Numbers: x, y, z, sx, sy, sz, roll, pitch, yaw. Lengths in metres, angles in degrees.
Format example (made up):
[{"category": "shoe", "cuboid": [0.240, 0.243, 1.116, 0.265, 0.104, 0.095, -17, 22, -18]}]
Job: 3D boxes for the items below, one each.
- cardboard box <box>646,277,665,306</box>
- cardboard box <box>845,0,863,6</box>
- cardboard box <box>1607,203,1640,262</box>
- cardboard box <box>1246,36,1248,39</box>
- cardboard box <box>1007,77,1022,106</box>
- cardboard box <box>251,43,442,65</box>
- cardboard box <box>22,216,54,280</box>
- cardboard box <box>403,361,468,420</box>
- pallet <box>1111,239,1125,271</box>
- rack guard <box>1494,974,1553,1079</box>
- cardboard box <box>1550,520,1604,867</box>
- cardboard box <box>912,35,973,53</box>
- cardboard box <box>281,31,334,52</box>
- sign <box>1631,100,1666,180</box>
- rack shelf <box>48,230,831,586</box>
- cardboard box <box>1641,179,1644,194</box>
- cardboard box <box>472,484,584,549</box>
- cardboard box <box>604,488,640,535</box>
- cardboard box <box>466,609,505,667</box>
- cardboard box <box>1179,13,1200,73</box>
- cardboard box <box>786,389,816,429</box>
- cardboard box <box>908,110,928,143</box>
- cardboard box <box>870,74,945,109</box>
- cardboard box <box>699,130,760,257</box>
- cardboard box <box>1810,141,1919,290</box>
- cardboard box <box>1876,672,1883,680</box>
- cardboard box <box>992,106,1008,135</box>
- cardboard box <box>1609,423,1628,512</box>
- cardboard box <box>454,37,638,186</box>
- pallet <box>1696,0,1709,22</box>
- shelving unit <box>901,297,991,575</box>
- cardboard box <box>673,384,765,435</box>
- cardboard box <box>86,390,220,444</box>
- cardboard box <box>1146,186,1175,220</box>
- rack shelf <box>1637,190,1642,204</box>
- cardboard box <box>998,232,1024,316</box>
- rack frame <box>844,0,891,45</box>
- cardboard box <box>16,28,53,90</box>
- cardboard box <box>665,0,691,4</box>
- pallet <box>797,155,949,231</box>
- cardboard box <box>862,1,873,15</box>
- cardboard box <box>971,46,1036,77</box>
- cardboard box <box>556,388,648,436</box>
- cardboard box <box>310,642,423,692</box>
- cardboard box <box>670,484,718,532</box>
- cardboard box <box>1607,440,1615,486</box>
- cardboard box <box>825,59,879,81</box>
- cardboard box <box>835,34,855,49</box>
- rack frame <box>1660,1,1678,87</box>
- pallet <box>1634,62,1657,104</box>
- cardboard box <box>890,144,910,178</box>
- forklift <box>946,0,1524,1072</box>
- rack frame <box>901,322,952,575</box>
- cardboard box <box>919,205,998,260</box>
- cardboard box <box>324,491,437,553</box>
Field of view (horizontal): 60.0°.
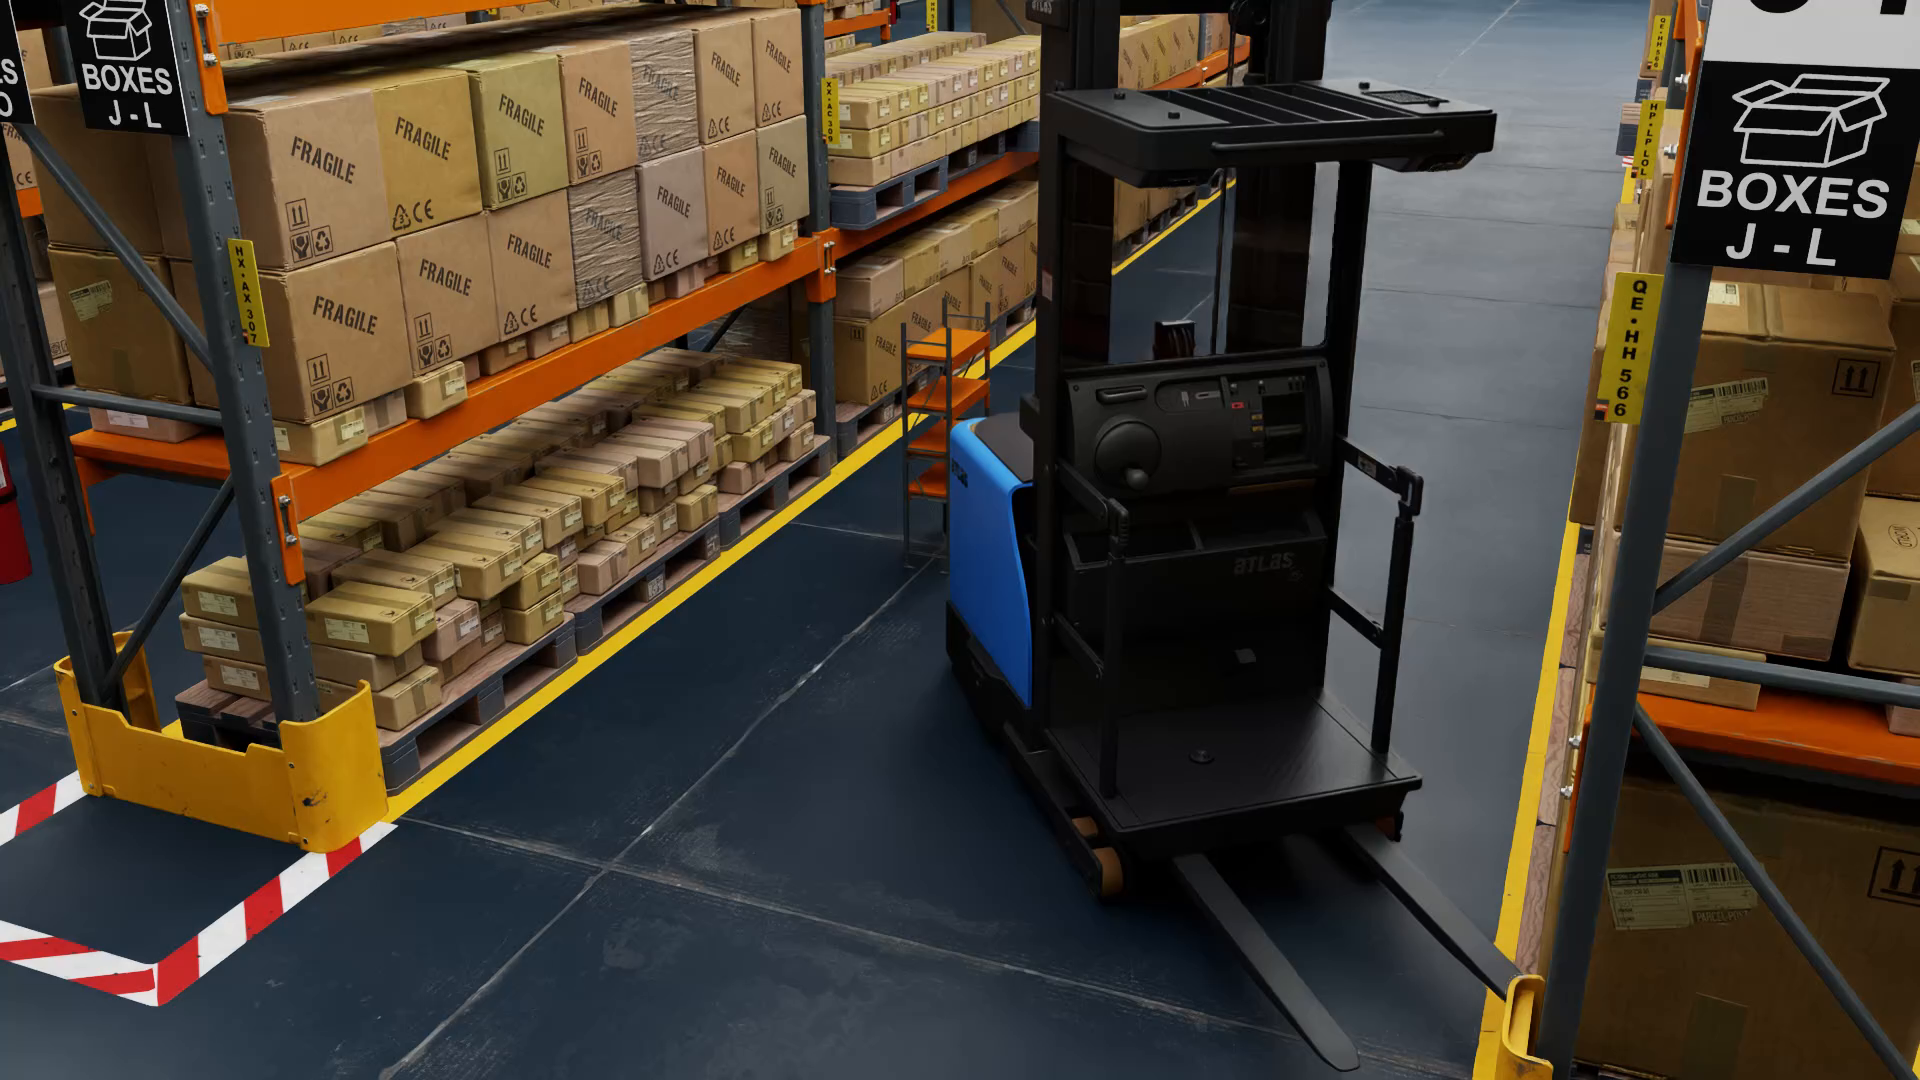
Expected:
[{"category": "cardboard box", "cuboid": [-1.542, -1.134, 7.398, 0.380, 0.149, 0.250, 8, 24, 19]}, {"category": "cardboard box", "cuboid": [-1.480, -6.592, 19.624, 0.500, 0.500, 0.500, 9, 24, 20]}, {"category": "cardboard box", "cuboid": [4.610, -1.508, 10.181, 1.225, 0.875, 0.875, 8, 24, 18]}, {"category": "cardboard box", "cuboid": [2.527, -5.500, 17.331, 0.875, 0.550, 0.500, 9, 24, 20]}, {"category": "cardboard box", "cuboid": [0.177, -2.890, 10.672, 0.380, 0.149, 0.250, 9, 24, 20]}, {"category": "cardboard box", "cuboid": [-2.341, -1.635, 6.460, 0.500, 0.500, 0.500, 10, 25, 23]}, {"category": "cardboard box", "cuboid": [-5.645, -1.973, 11.294, 0.875, 0.875, 0.875, 10, 25, 22]}, {"category": "cardboard box", "cuboid": [-2.023, -0.561, 6.028, 0.380, 0.149, 0.250, 8, 24, 19]}, {"category": "pallet", "cuboid": [0.681, -2.270, 13.410, 1.003, 0.211, 1.213, 9, 24, 20]}, {"category": "rack guard", "cuboid": [1.905, 1.486, 4.044, 1.175, 0.500, 0.348, 9, 24, 20]}, {"category": "cardboard box", "cuboid": [2.416, 0.544, 5.267, 0.875, 0.875, 0.875, 9, 24, 20]}, {"category": "cardboard box", "cuboid": [-0.131, -3.403, 11.516, 0.380, 0.149, 0.250, 8, 24, 19]}, {"category": "cardboard box", "cuboid": [-4.833, -3.701, 11.792, 0.500, 0.500, 0.500, 8, 24, 19]}, {"category": "sign", "cuboid": [2.893, -1.680, 6.980, 0.100, 0.325, 0.005, 9, 24, 20]}, {"category": "rack shelf", "cuboid": [-1.910, -0.806, 7.222, 1.077, 0.370, 4.000, 9, 24, 20]}, {"category": "cardboard box", "cuboid": [4.076, -2.081, 9.212, 0.500, 0.500, 0.500, 8, 24, 19]}, {"category": "cardboard box", "cuboid": [-1.813, -0.100, 6.981, 0.380, 0.149, 0.250, 10, 25, 22]}, {"category": "cardboard box", "cuboid": [-1.679, -0.162, 7.514, 0.380, 0.149, 0.250, 10, 25, 23]}, {"category": "cardboard box", "cuboid": [-2.055, 0.362, 6.645, 0.380, 0.149, 0.250, 9, 24, 21]}, {"category": "cardboard box", "cuboid": [1.858, -4.538, 15.092, 0.500, 0.500, 0.500, 9, 24, 20]}, {"category": "cardboard box", "cuboid": [-0.989, -0.711, 8.829, 0.380, 0.149, 0.250, 9, 24, 21]}, {"category": "cardboard box", "cuboid": [-0.404, -2.330, 9.330, 0.380, 0.149, 0.250, 9, 24, 21]}, {"category": "cardboard box", "cuboid": [-0.304, -2.562, 9.502, 0.380, 0.149, 0.250, 8, 24, 19]}, {"category": "cardboard box", "cuboid": [-1.279, -1.638, 7.764, 0.500, 0.500, 0.500, 8, 24, 19]}, {"category": "cardboard box", "cuboid": [3.287, -1.140, 5.924, 0.500, 0.500, 0.500, 9, 24, 21]}, {"category": "cardboard box", "cuboid": [2.446, 0.268, 4.043, 0.380, 0.149, 0.250, 8, 24, 19]}, {"category": "cardboard box", "cuboid": [0.080, -2.663, 10.514, 0.380, 0.149, 0.250, 10, 24, 22]}, {"category": "cardboard box", "cuboid": [2.037, -0.137, 4.495, 0.500, 0.250, 0.500, 8, 24, 19]}, {"category": "cardboard box", "cuboid": [-1.659, -1.737, 6.704, 0.500, 0.500, 0.500, 8, 24, 18]}, {"category": "pallet", "cuboid": [2.180, -1.286, 3.661, 1.003, 0.211, 1.213, 9, 24, 20]}, {"category": "shelving unit", "cuboid": [-0.061, -0.494, 7.877, 0.258, 1.200, 0.503, 9, 24, 20]}, {"category": "cardboard box", "cuboid": [-1.202, -0.655, 8.308, 0.380, 0.149, 0.250, 9, 24, 20]}, {"category": "cardboard box", "cuboid": [-2.795, -0.464, 5.794, 0.380, 0.149, 0.250, 9, 24, 20]}, {"category": "cardboard box", "cuboid": [1.295, -3.293, 14.615, 1.050, 0.750, 0.750, 9, 24, 20]}, {"category": "rack shelf", "cuboid": [4.143, -1.491, 8.862, 1.077, 0.370, 4.000, 9, 24, 20]}, {"category": "cardboard box", "cuboid": [0.120, -1.867, 11.527, 0.500, 0.500, 0.500, 10, 25, 22]}, {"category": "rack frame", "cuboid": [-1.344, -6.821, 20.687, 1.000, 3.000, 0.127, 9, 24, 20]}, {"category": "cardboard box", "cuboid": [-5.720, -2.826, 9.696, 0.500, 0.500, 0.500, 9, 24, 20]}, {"category": "cardboard box", "cuboid": [-2.971, -5.391, 16.203, 0.500, 0.500, 0.500, 9, 24, 20]}, {"category": "pallet", "cuboid": [-0.749, -2.018, 9.438, 1.003, 0.211, 1.213, 9, 24, 20]}, {"category": "cardboard box", "cuboid": [-1.275, -6.434, 20.087, 0.380, 0.149, 0.250, 8, 24, 19]}, {"category": "cardboard box", "cuboid": [0.273, -3.117, 10.830, 0.380, 0.149, 0.250, 10, 24, 22]}, {"category": "cardboard box", "cuboid": [-1.769, -0.629, 8.246, 0.380, 0.149, 0.250, 8, 24, 19]}, {"category": "cardboard box", "cuboid": [-2.220, 0.411, 6.142, 0.380, 0.149, 0.250, 10, 25, 22]}, {"category": "cardboard box", "cuboid": [-1.381, -0.173, 7.926, 0.380, 0.149, 0.250, 9, 24, 20]}, {"category": "cardboard box", "cuboid": [2.215, -0.193, 5.147, 0.380, 0.149, 0.250, 9, 24, 20]}, {"category": "cardboard box", "cuboid": [-0.715, -2.844, 10.176, 0.380, 0.149, 0.250, 8, 24, 18]}, {"category": "cardboard box", "cuboid": [-1.473, -5.926, 19.753, 0.380, 0.149, 0.250, 10, 24, 22]}, {"category": "rack frame", "cuboid": [4.886, -2.539, 10.437, 1.000, 3.000, 0.127, 9, 24, 20]}, {"category": "pallet", "cuboid": [5.953, -3.629, 13.296, 1.003, 0.211, 1.213, 9, 24, 20]}, {"category": "cardboard box", "cuboid": [-0.497, -2.107, 9.183, 0.380, 0.149, 0.250, 9, 24, 21]}, {"category": "forklift", "cuboid": [0.866, -0.353, 5.293, 1.130, 2.935, 3.031, -7, 24, -16]}, {"category": "rack frame", "cuboid": [-0.152, -0.407, 7.668, 0.240, 1.200, 0.015, 9, 24, 20]}, {"category": "cardboard box", "cuboid": [-0.073, -2.027, 10.938, 0.500, 0.250, 0.500, 9, 24, 21]}, {"category": "cardboard box", "cuboid": [-2.412, -0.077, 6.925, 0.380, 0.149, 0.250, 8, 24, 18]}]
